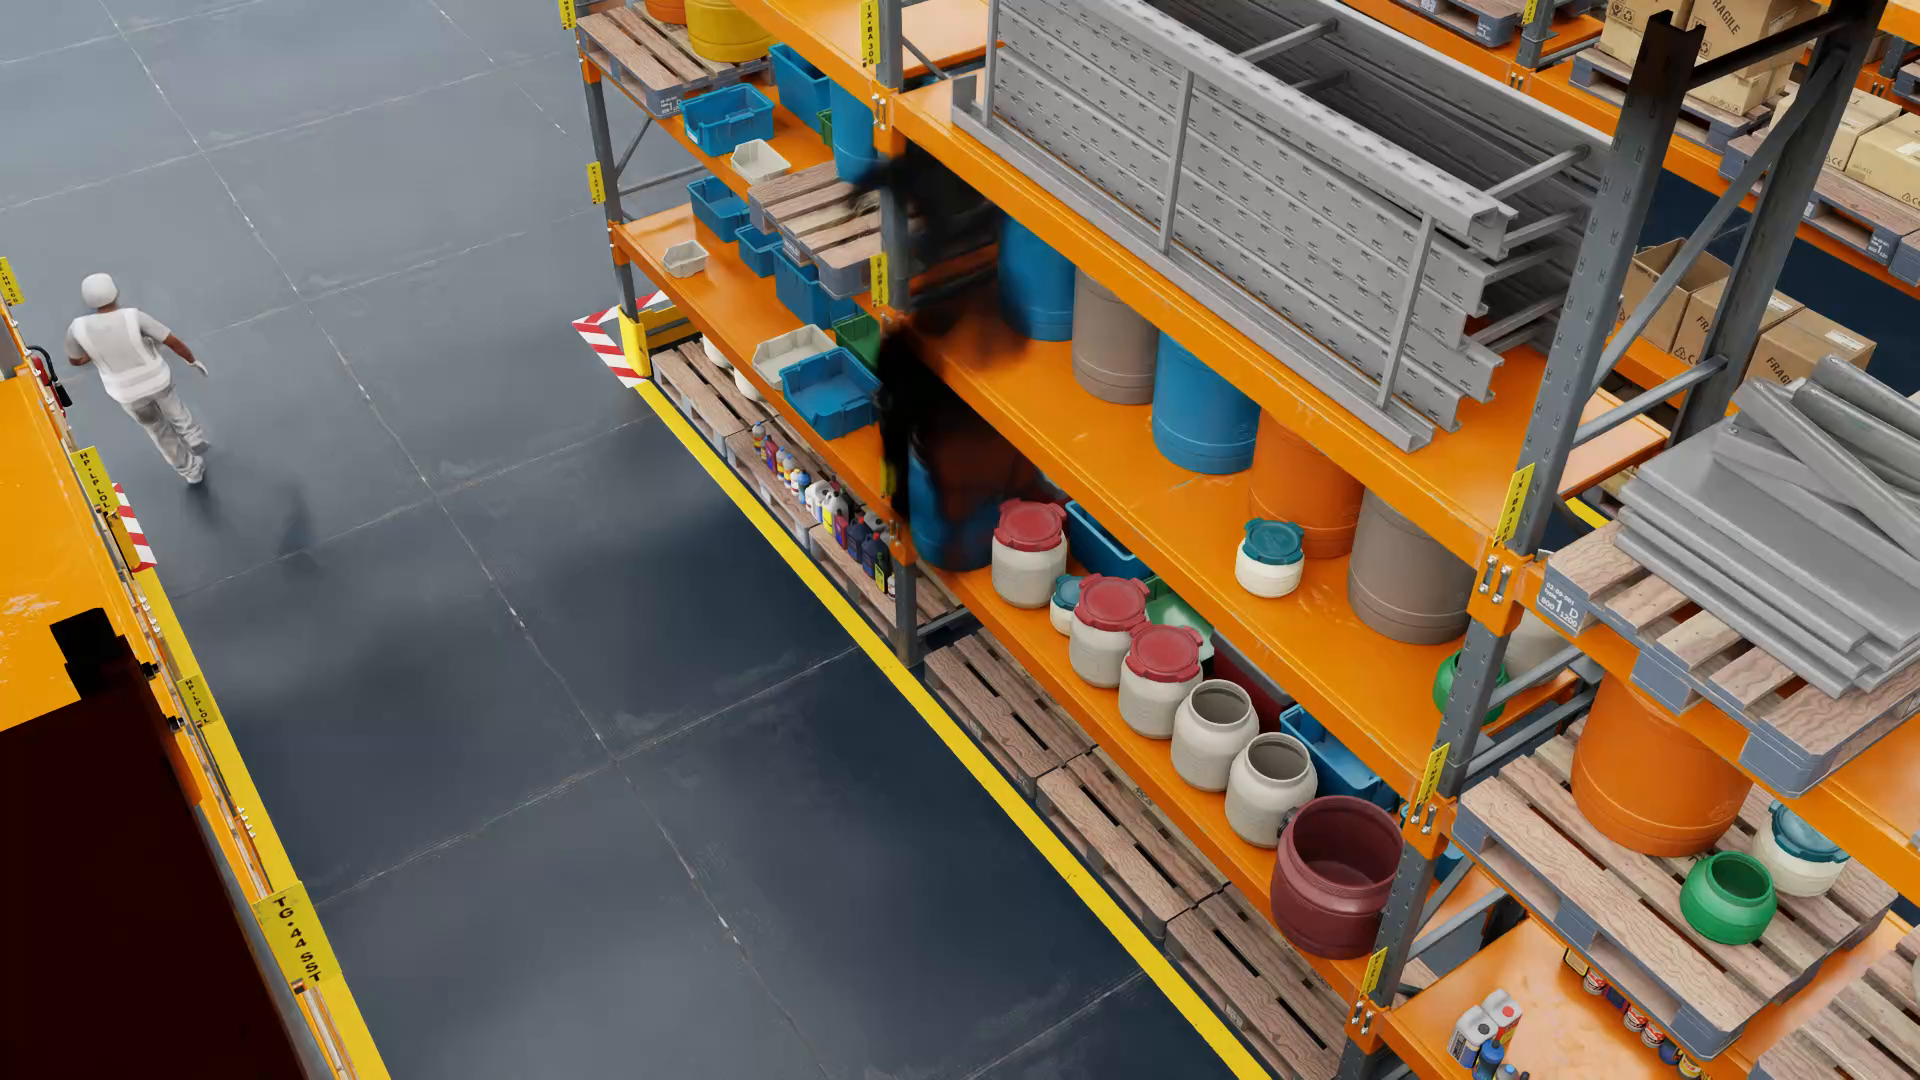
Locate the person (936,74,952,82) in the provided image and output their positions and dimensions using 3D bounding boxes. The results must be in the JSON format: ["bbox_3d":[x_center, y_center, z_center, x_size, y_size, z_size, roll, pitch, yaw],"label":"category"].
[{"bbox_3d":[-0.324,-4.670,15.651,0.554,1.626,0.609,-10,43,-10],"label":"person"}]

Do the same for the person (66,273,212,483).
[{"bbox_3d":[-5.757,-1.138,11.726,0.777,1.736,0.639,-26,49,-26],"label":"person"}]
